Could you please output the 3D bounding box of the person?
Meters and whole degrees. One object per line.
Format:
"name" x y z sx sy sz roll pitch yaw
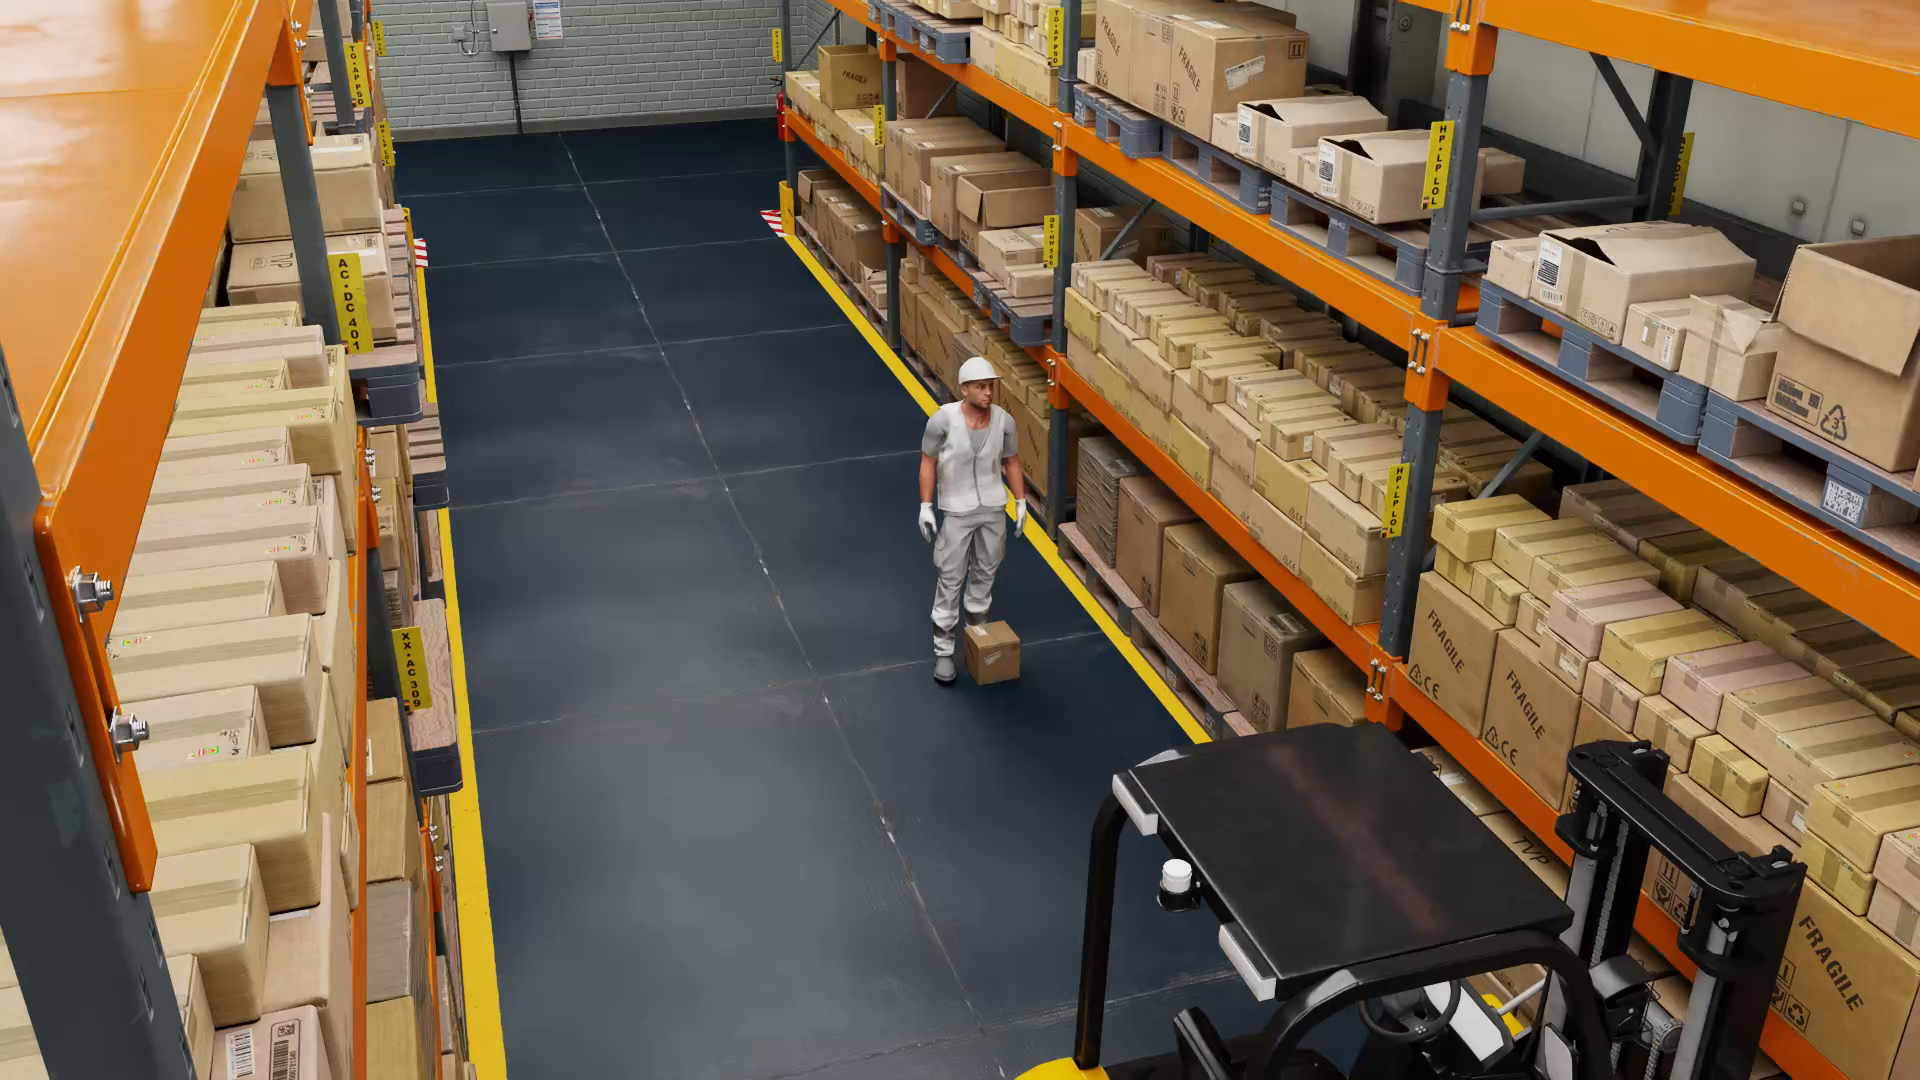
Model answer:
"person" 0.089 -0.129 9.328 0.637 1.788 0.564 -8 27 -16
